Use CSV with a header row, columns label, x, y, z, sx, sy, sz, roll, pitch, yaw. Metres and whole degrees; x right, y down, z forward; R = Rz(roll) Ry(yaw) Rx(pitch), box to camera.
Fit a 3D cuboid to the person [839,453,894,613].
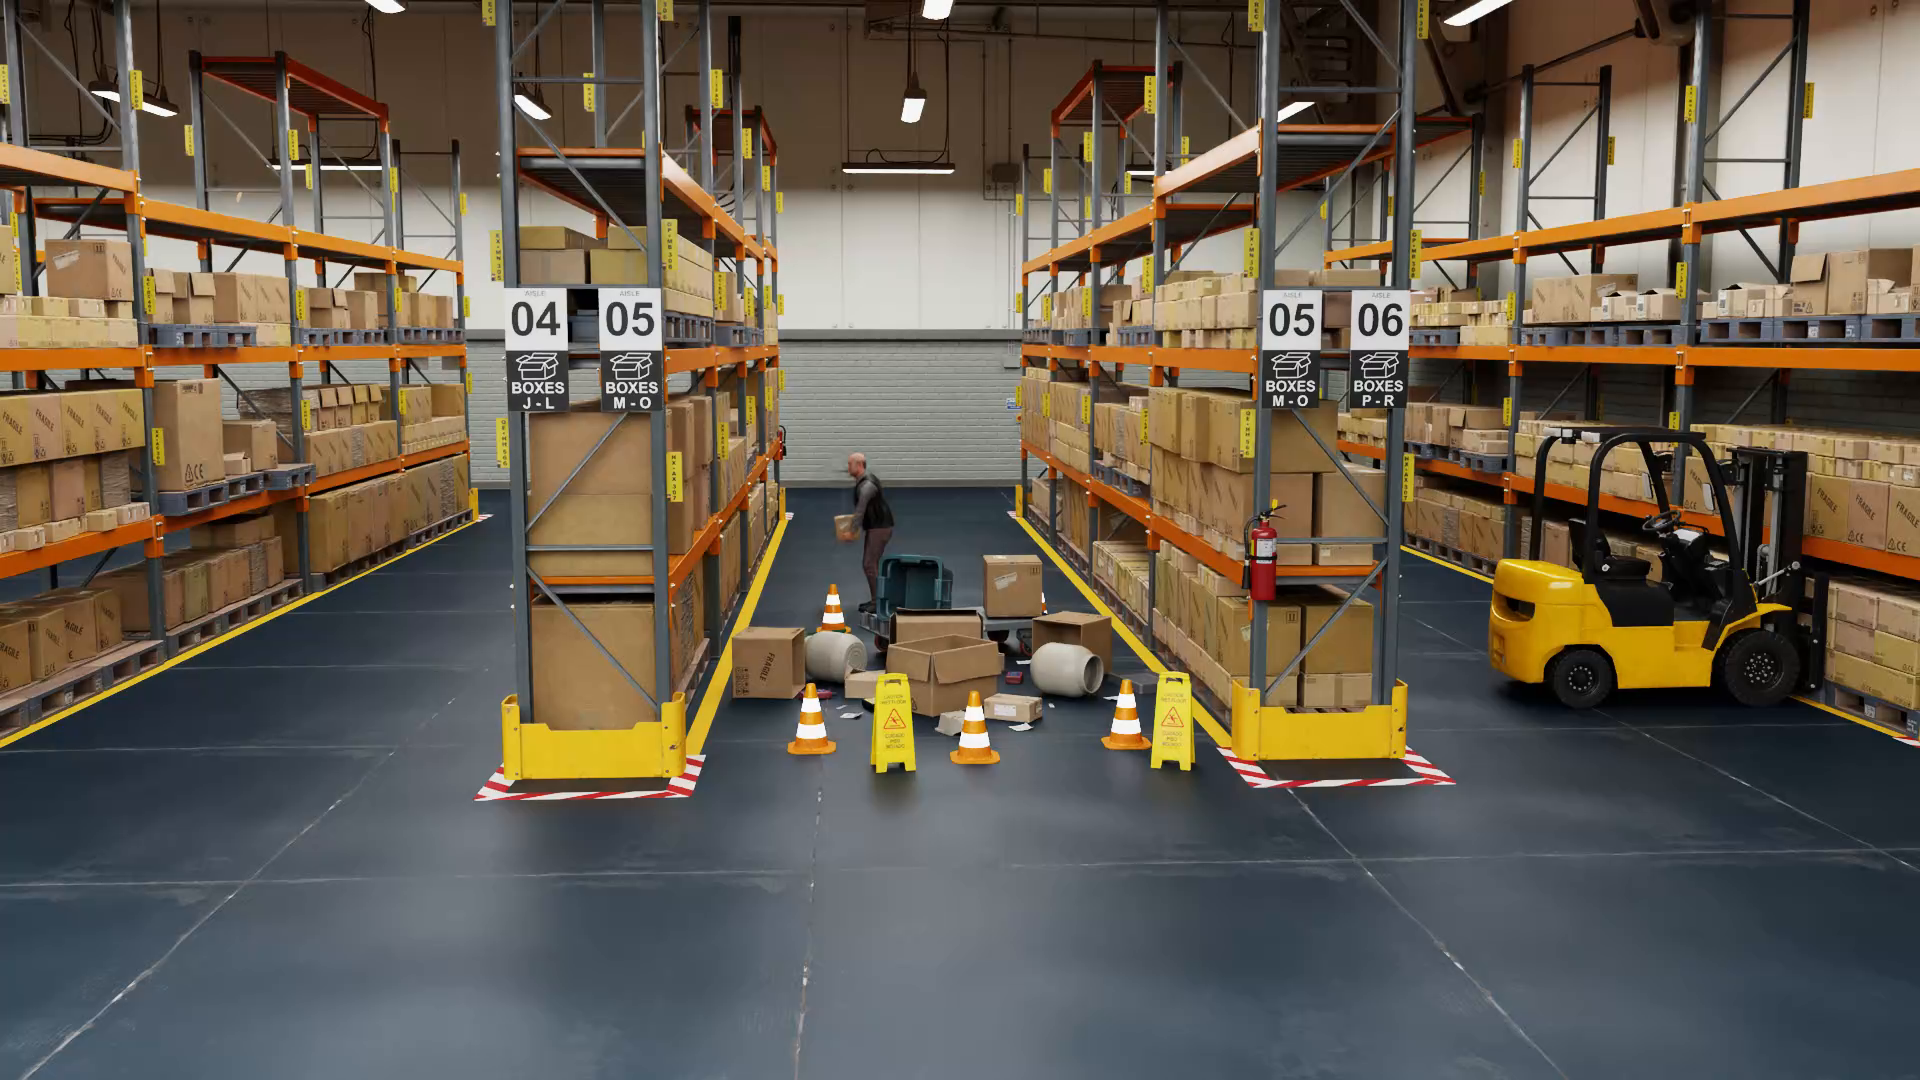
label,x,y,z,sx,sy,sz,roll,pitch,yaw
person,-0.995,-0.083,17.695,0.592,1.692,0.479,-1,7,-5
